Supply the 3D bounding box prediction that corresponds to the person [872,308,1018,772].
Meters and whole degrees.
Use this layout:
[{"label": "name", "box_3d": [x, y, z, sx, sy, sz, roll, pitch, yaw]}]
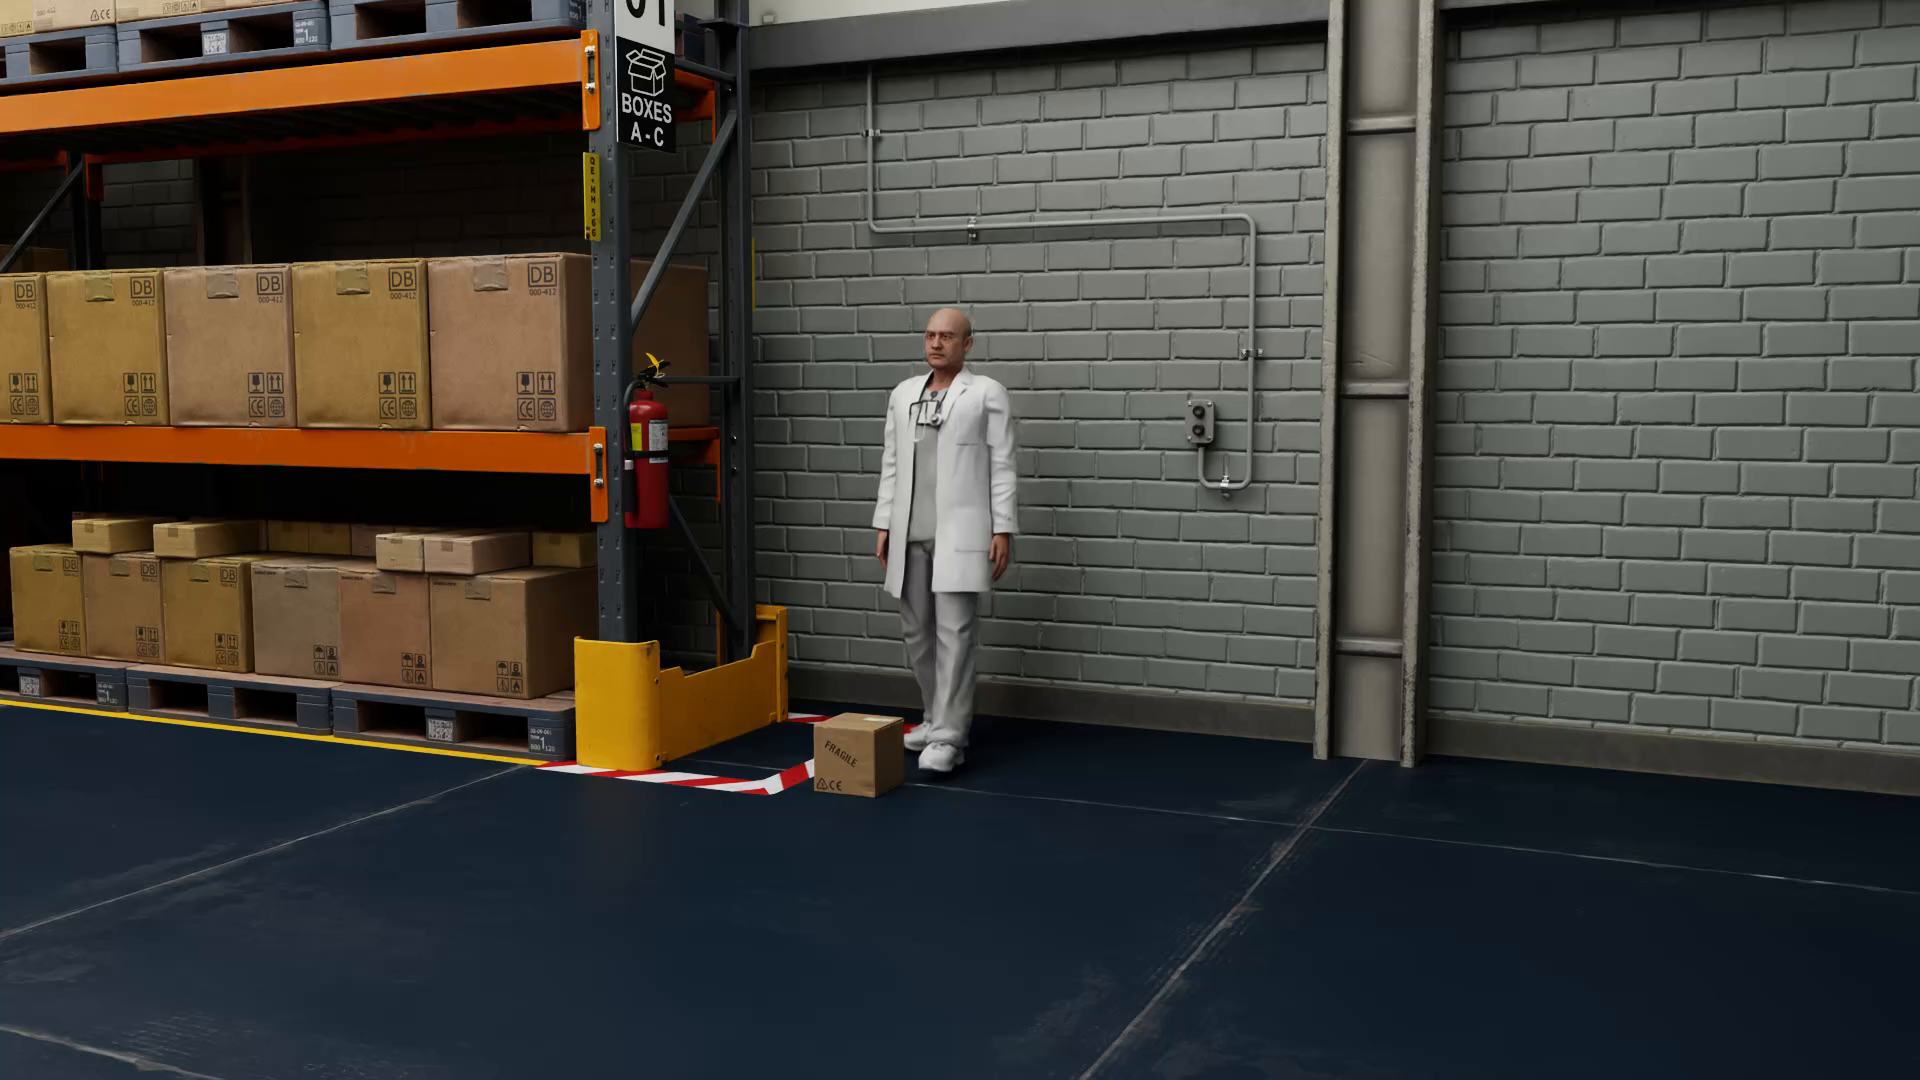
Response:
[{"label": "person", "box_3d": [-0.091, -0.014, 6.537, 0.624, 1.783, 0.721, 3, 6, 28]}]
